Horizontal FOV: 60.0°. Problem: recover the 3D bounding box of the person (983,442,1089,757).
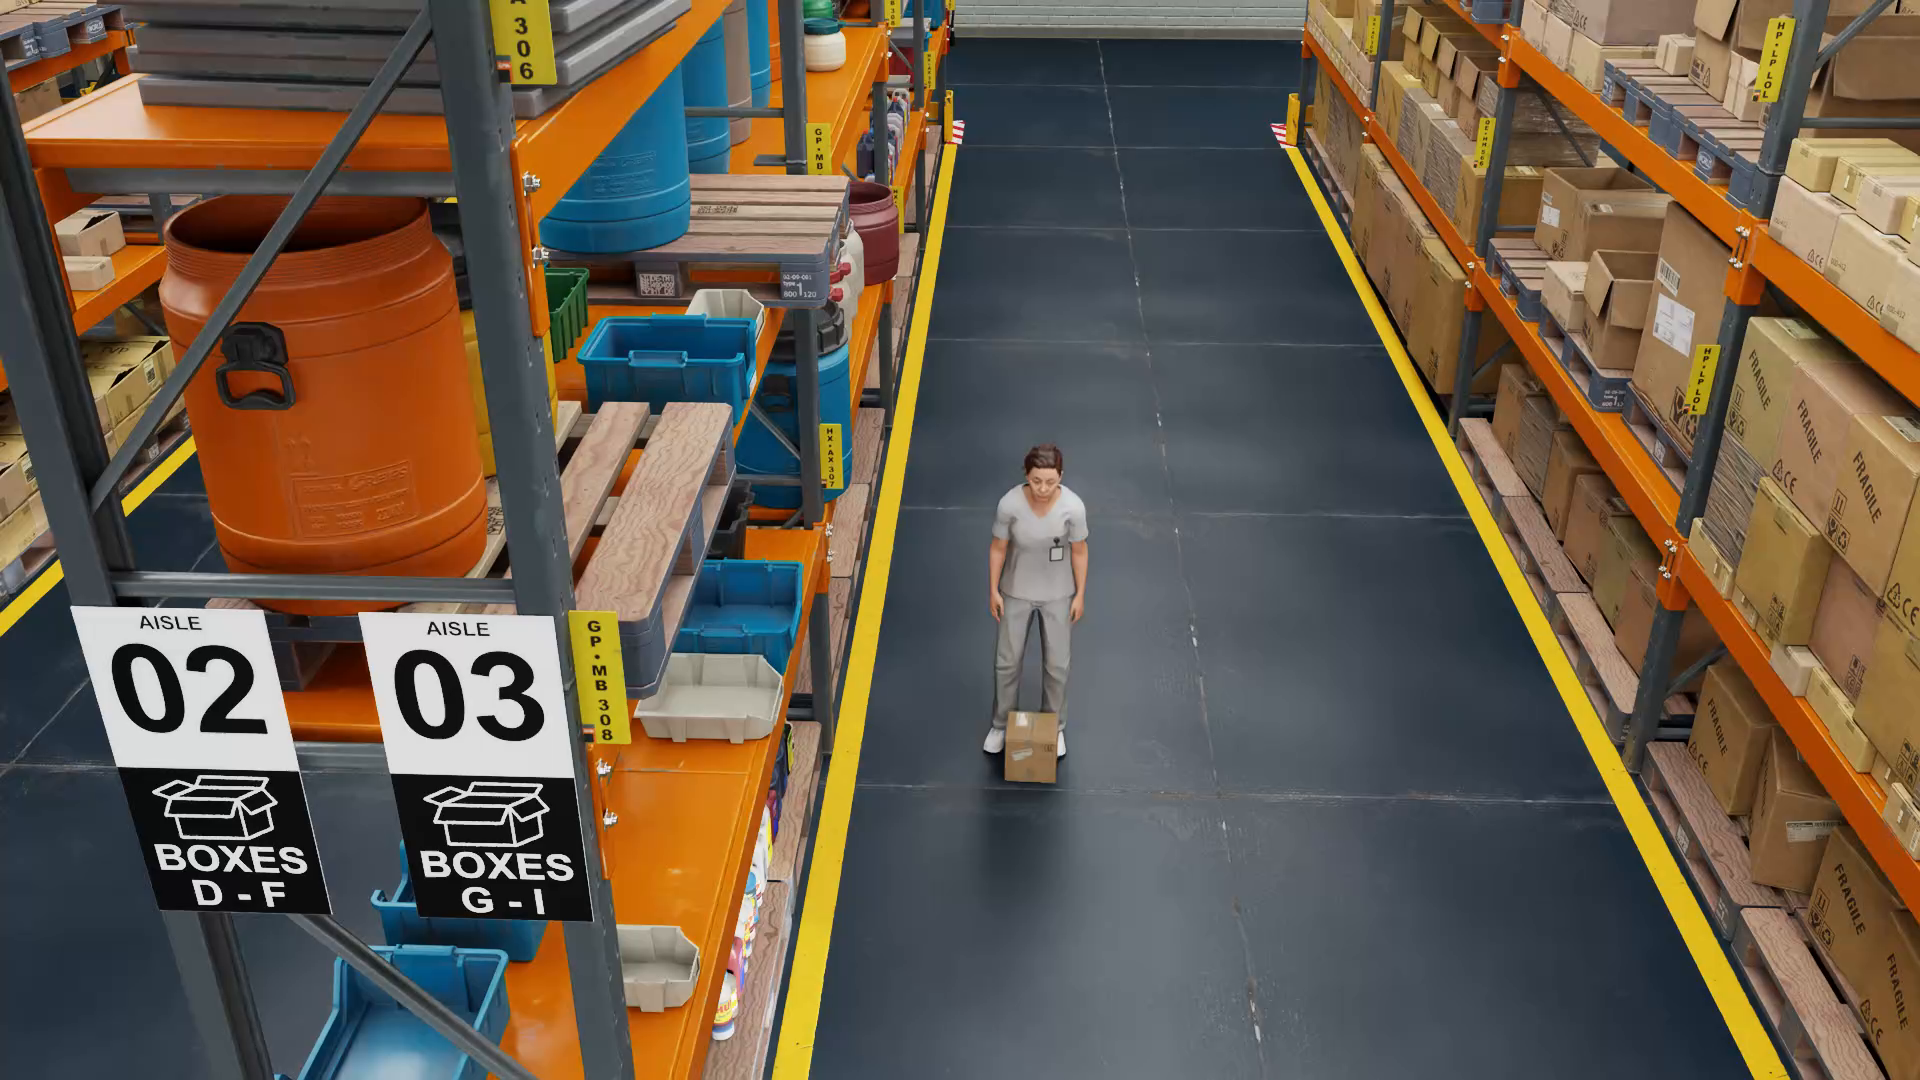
[{"bbox_3d":[0.373,0.278,8.101,0.491,1.672,0.364,2,28,4],"label":"person"}]
